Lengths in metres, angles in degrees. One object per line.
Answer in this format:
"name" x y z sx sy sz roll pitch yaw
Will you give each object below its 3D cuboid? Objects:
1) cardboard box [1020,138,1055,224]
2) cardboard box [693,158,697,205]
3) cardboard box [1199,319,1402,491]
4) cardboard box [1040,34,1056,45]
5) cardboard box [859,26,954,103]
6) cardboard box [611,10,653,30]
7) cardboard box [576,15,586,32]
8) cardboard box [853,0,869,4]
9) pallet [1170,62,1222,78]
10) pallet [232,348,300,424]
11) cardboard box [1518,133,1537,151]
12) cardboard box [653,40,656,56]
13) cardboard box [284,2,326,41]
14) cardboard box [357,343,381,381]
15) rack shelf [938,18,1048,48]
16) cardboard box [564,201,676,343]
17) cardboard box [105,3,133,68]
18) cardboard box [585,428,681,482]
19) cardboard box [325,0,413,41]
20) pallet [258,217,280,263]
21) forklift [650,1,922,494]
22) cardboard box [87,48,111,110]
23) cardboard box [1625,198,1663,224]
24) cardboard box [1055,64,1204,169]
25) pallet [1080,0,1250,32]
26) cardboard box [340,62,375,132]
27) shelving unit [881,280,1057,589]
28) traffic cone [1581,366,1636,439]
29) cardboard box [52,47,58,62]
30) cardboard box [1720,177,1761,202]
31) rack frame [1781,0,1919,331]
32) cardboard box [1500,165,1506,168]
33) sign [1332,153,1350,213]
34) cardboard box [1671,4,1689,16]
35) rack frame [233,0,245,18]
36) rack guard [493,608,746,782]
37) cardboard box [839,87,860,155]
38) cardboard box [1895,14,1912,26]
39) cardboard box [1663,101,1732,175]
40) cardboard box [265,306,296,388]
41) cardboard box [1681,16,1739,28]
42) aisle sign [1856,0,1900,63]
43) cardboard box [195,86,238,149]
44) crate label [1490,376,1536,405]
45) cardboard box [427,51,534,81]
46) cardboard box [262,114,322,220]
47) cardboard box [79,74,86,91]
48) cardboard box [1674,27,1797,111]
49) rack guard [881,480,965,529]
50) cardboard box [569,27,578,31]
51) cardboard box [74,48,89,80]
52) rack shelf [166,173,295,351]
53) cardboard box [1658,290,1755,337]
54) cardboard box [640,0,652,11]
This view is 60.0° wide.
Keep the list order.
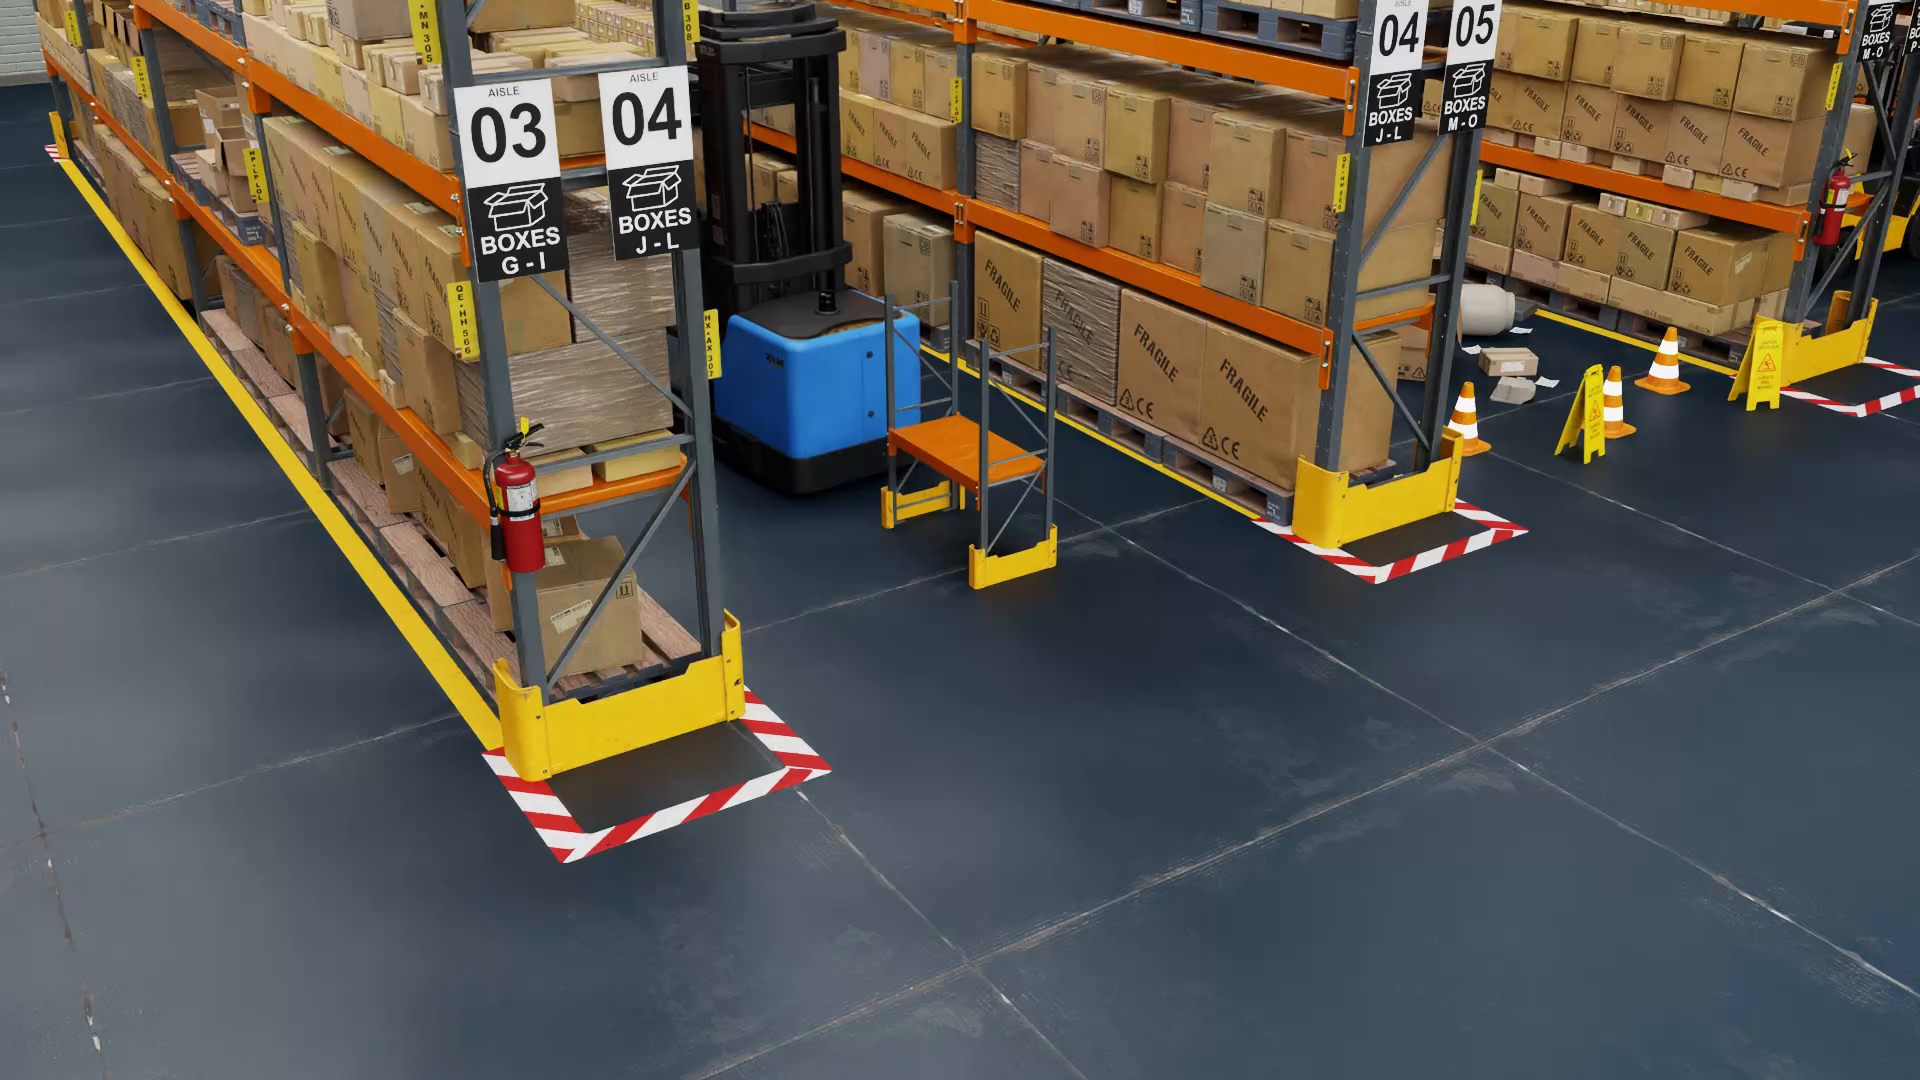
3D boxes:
"cardboard box" 0.956 -2.674 12.225 0.875 0.550 0.550 -16 29 -30
"cardboard box" -2.617 -3.778 17.176 0.500 0.500 0.500 -14 29 -28
"cardboard box" 2.183 -0.952 10.751 0.875 0.875 0.875 -15 29 -29
"cardboard box" 1.287 -5.963 19.543 0.500 0.250 0.500 -16 30 -30
"cardboard box" -0.409 -3.965 13.846 0.700 0.500 0.500 -15 29 -29
"cardboard box" -3.405 -5.423 17.330 0.380 0.149 0.250 -14 29 -28
"cardboard box" -3.969 -5.659 18.177 0.380 0.149 0.250 -16 30 -31
"cardboard box" -1.162 -7.679 22.887 0.500 0.500 0.500 -14 29 -28
"pallet" 2.812 -5.230 18.041 1.213 0.211 1.003 -16 29 -30
"pallet" -4.882 -1.261 12.674 1.003 0.211 1.213 -16 29 -30
"cardboard box" 5.050 -3.465 14.370 0.380 0.149 0.250 -16 29 -30
"cardboard box" -2.838 -4.917 16.606 0.380 0.149 0.250 -15 29 -29
"cardboard box" -3.291 -2.713 8.679 0.380 0.149 0.250 -16 30 -31
"cardboard box" -3.090 -1.013 9.177 0.380 0.149 0.250 -16 29 -30
"rack shelf" 1.242 -5.937 20.156 1.077 0.370 4.000 -16 29 -30
"cardboard box" -1.674 -1.268 7.787 0.500 0.500 0.500 -16 29 -30
"cardboard box" -7.432 -4.693 15.384 0.797 0.503 0.637 -15 29 -29
"cardboard box" -1.558 -0.420 7.921 0.380 0.149 0.250 -16 29 -30
"cardboard box" -2.660 -2.634 7.751 0.500 0.500 0.500 -16 29 -30
"pallet" -4.081 -2.028 11.256 1.003 0.211 1.213 -16 29 -30
"forklift" -1.536 -2.190 11.455 1.130 2.935 3.031 -18 31 -33
"cardboard box" -8.111 -4.491 16.132 0.500 0.500 0.500 -15 29 -29
"cardboard box" 5.654 -2.697 13.540 0.380 0.149 0.250 -15 29 -29
"cardboard box" 1.175 -2.948 11.541 0.875 0.550 0.550 -16 29 -30
"pallet" 1.525 -3.512 10.766 1.003 0.211 1.213 -16 29 -30
"cardboard box" -2.626 -2.141 7.934 0.500 0.250 0.500 -15 29 -28
"shelving unit" 0.042 -0.651 9.872 0.587 1.500 1.083 -16 29 -30
"traffic cone" 4.641 -1.012 11.851 0.336 0.463 0.334 -16 29 -30
"cardboard box" -9.856 -5.415 18.500 0.380 0.149 0.250 -16 30 -31
"cardboard box" 6.087 -2.721 12.794 0.380 0.149 0.250 -16 30 -30
"rack frame" 6.701 -2.686 12.426 1.000 3.000 0.127 -16 29 -30
"cardboard box" 5.065 -3.253 15.478 0.500 0.500 0.500 -16 30 -30
"sign" 2.147 -2.005 9.350 0.100 0.325 0.005 -16 29 -30
"cardboard box" 8.056 -5.871 18.297 0.380 0.149 0.250 -16 29 -30
"rack frame" -3.785 -4.520 9.284 1.000 3.000 0.127 -16 29 -30
"rack guard" -1.643 0.727 8.125 1.175 0.500 0.348 -16 29 -30
"cardboard box" -0.914 -3.639 14.327 0.500 0.500 0.500 -16 30 -30
"cardboard box" 9.370 -5.122 16.361 0.380 0.149 0.250 -16 29 -30
"cardboard box" 5.905 -3.176 12.998 0.500 0.500 0.500 -15 29 -29
"cardboard box" -4.653 -1.475 12.274 0.700 0.500 0.500 -18 31 -34
"cardboard box" 8.192 -5.549 18.081 0.500 0.250 0.500 -16 30 -31
"aisle sign" 6.492 -3.772 11.681 0.394 0.787 0.004 -16 29 -30
"cardboard box" -5.641 -3.289 13.095 0.500 0.500 0.500 -20 32 -36
"crate label" 4.160 -1.131 12.485 0.298 0.136 0.250 12 28 24
"cardboard box" -2.059 -1.992 7.152 0.380 0.149 0.250 -17 30 -31
"cardboard box" -3.753 -2.219 9.799 0.500 0.500 0.500 -16 29 -30
"cardboard box" -8.735 -4.680 16.944 0.380 0.149 0.250 -15 29 -29
"cardboard box" 5.969 -3.632 12.794 0.700 0.500 0.500 -15 29 -29
"rack guard" -0.230 -0.264 10.516 0.587 0.250 0.087 -16 29 -30
"cardboard box" -4.112 -5.616 18.436 0.380 0.149 0.250 -17 30 -32
"cardboard box" -8.614 -4.832 16.799 0.500 0.250 0.500 -16 30 -31
"rack shelf" -4.877 -2.197 12.233 1.077 0.370 4.000 -16 29 -30
"cardboard box" 6.021 -1.867 13.421 0.500 0.250 0.500 -16 29 -30
"cardboard box" -3.272 -5.847 18.227 0.380 0.149 0.250 -17 30 -31
